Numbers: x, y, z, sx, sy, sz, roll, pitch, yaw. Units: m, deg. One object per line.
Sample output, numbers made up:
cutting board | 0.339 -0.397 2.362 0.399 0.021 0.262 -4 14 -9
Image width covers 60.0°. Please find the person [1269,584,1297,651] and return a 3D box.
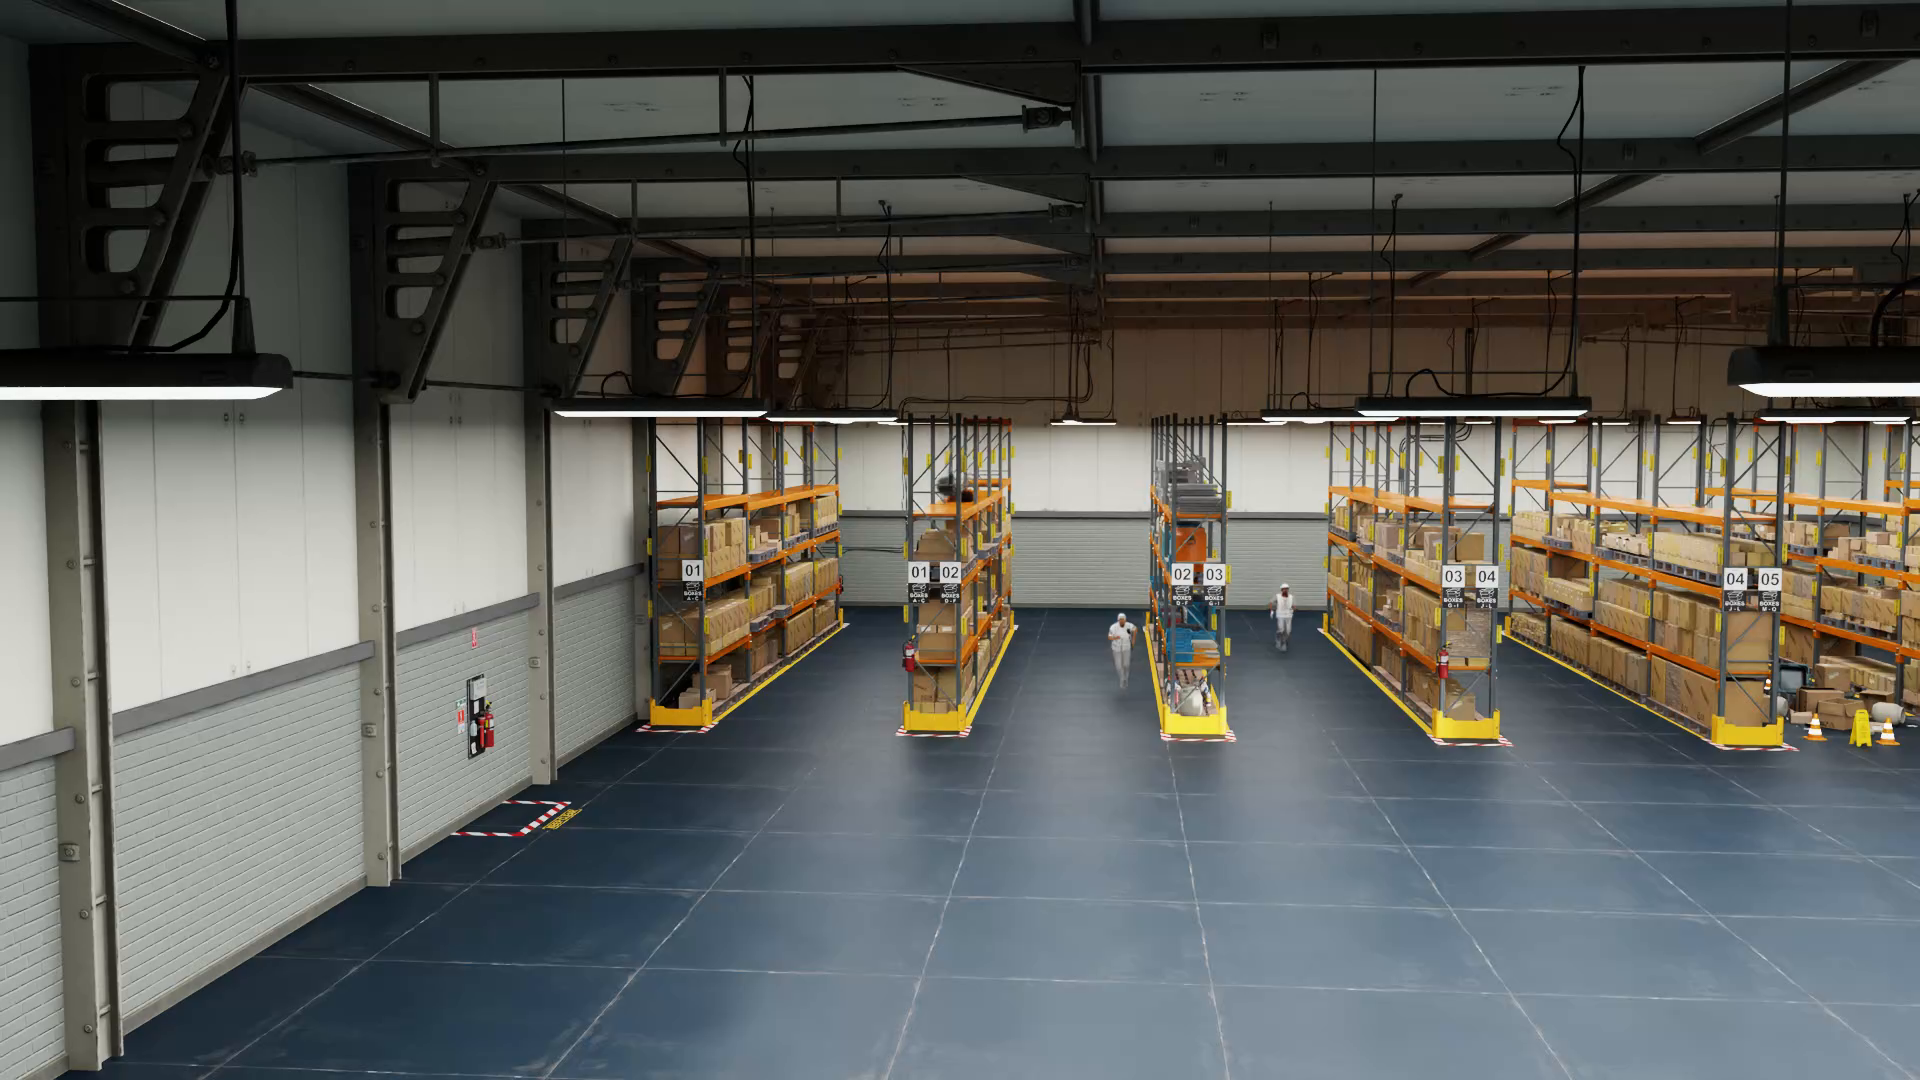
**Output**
person | 8.280 1.986 42.432 0.681 1.739 0.624 0 4 -3

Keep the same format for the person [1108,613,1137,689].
person | 3.410 2.328 34.844 0.590 1.619 0.782 1 4 9

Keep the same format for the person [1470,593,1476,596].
person | 13.308 1.918 43.941 0.658 1.787 1.015 0 4 5
